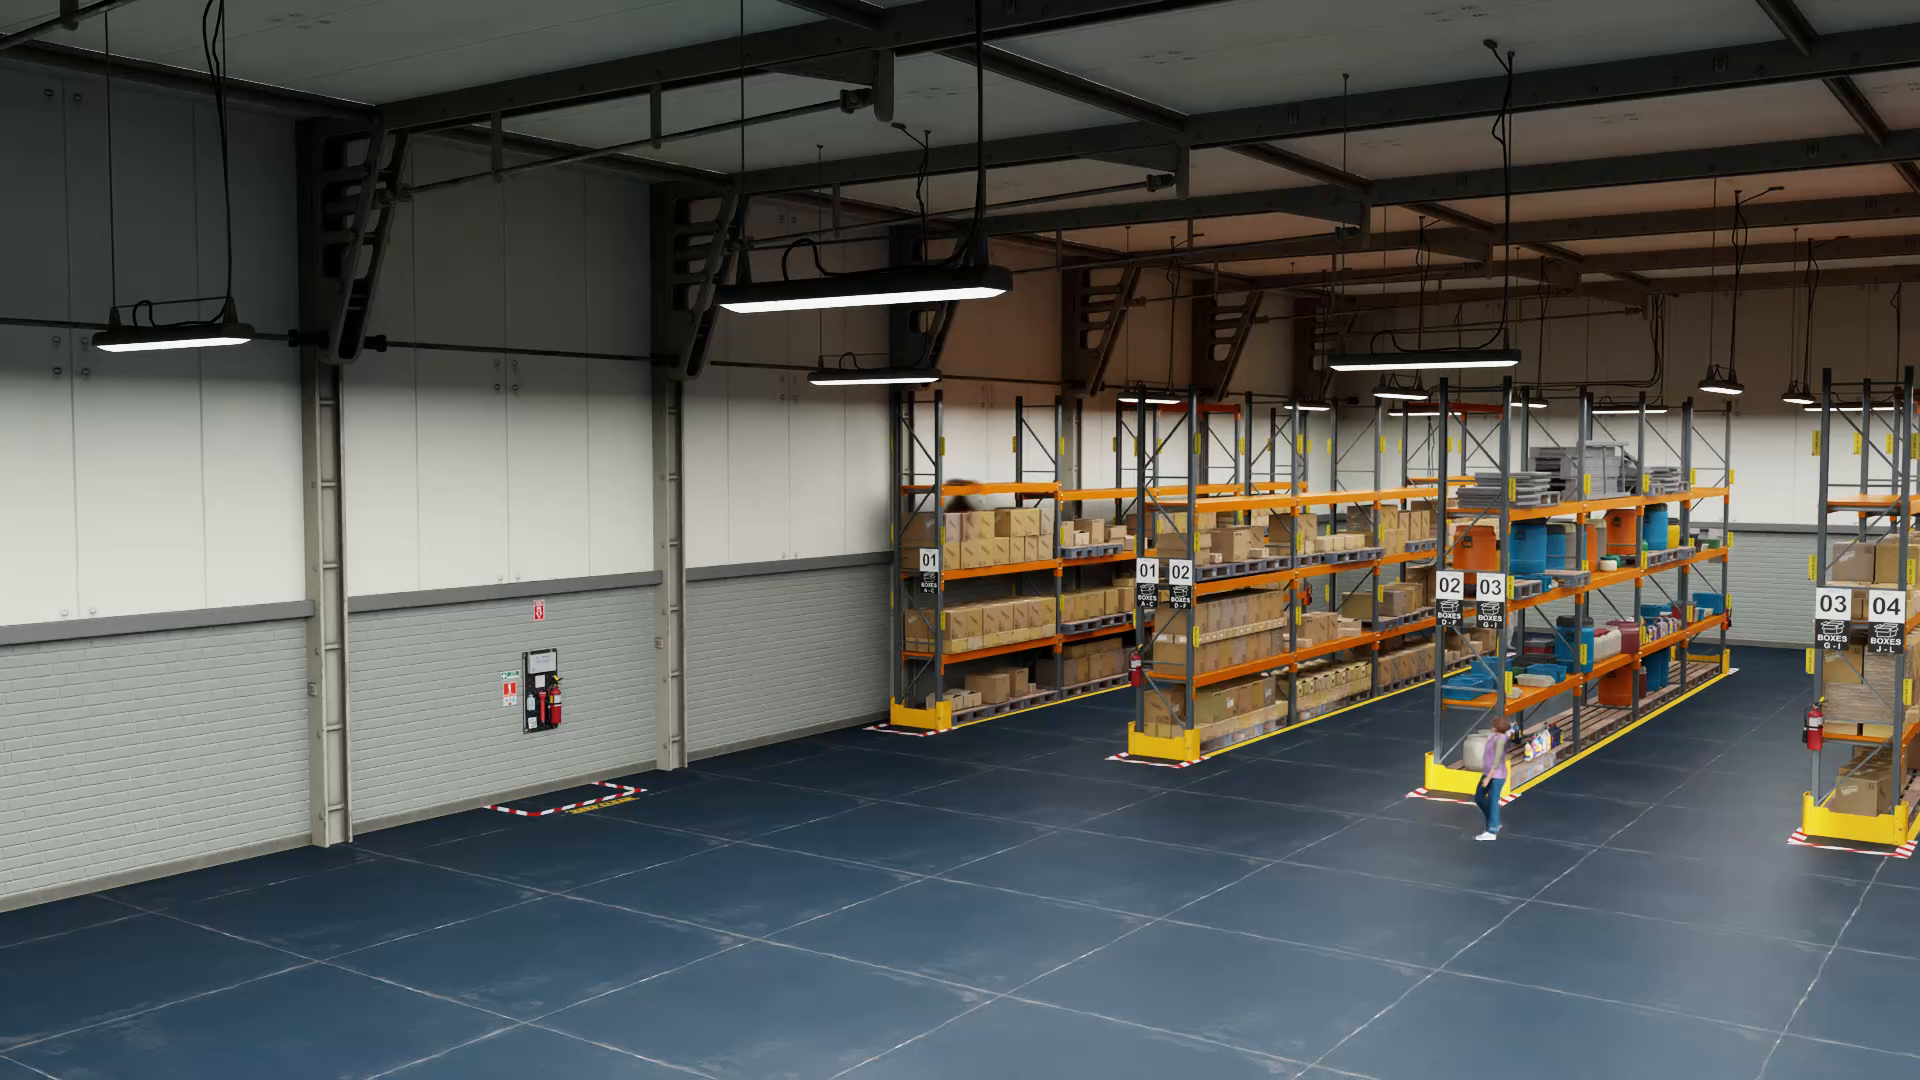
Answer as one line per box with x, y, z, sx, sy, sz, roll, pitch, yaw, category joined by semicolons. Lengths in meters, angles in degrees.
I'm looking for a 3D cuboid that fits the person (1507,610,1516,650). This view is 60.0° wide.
13.410;1.811;41.051;0.559;1.734;0.758;-1;3;-17;person

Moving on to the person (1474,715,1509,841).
6.750;3.025;21.120;0.419;1.611;0.444;0;3;-8;person
